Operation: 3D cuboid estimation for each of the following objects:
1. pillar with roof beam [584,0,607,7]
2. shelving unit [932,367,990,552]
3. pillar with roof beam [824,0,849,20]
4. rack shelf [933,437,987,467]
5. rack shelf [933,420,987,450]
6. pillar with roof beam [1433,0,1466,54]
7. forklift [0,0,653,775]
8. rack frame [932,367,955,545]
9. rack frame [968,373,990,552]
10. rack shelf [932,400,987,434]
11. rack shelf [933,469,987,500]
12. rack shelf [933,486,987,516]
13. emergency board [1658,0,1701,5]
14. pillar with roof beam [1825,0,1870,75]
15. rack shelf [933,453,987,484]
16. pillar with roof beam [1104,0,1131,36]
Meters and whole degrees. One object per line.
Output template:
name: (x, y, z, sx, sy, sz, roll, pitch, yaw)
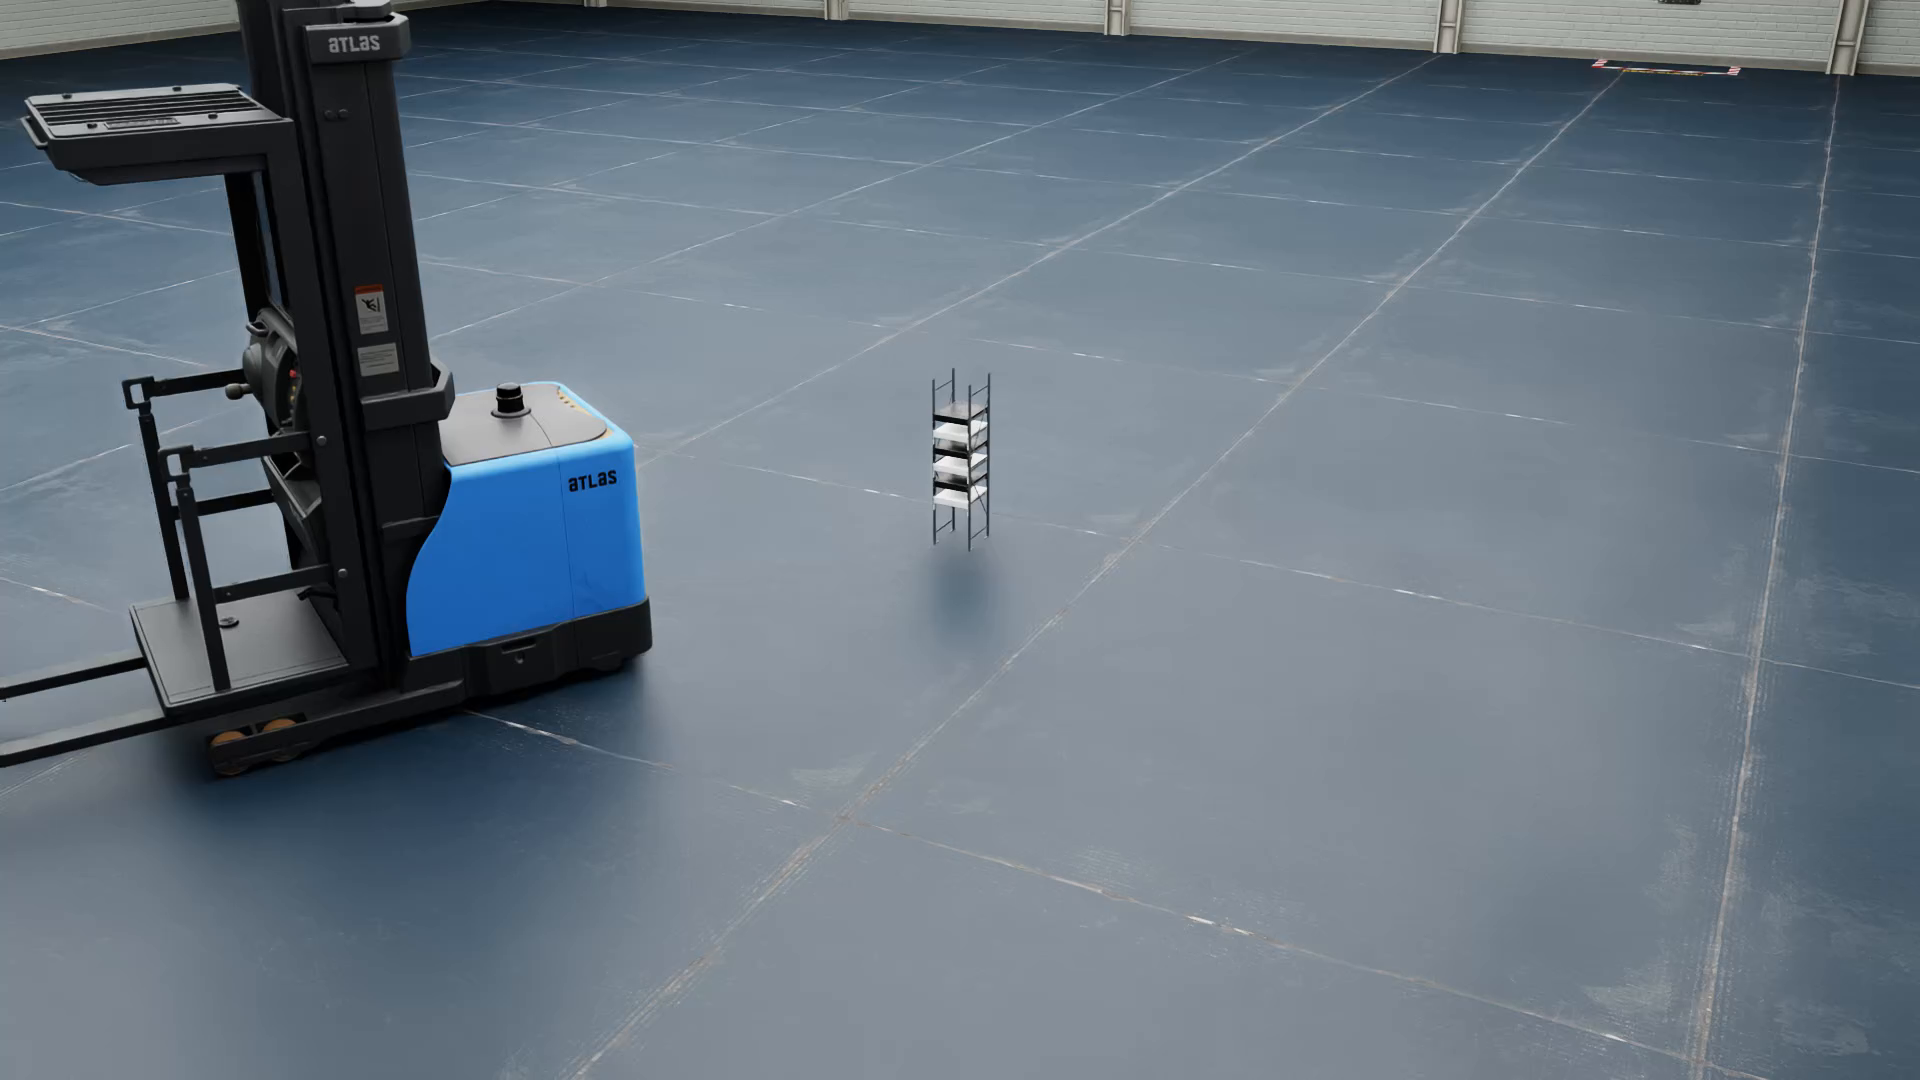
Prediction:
pillar with roof beam: (-9.752, -14.090, 30.384, 0.400, 9.000, 9.100, 11, 25, 25)
shelving unit: (0.007, -0.413, 8.571, 0.210, 0.900, 0.258, 11, 25, 25)
pillar with roof beam: (-4.398, -13.031, 27.893, 0.400, 9.000, 9.100, 11, 25, 25)
rack shelf: (0.007, -0.465, 8.548, 0.200, 0.077, 0.258, 11, 25, 25)
rack shelf: (0.007, -0.548, 8.513, 0.200, 0.077, 0.258, 11, 25, 25)
pillar with roof beam: (6.312, -10.912, 22.910, 0.400, 9.000, 9.100, 11, 25, 25)
forklift: (-2.902, -0.658, 6.552, 3.031, 2.935, 1.130, -14, 27, -29)
rack frame: (-0.083, -0.431, 8.613, 0.006, 0.900, 0.240, 11, 25, 25)
rack frame: (0.098, -0.395, 8.528, 0.006, 0.900, 0.240, 11, 25, 25)
rack shelf: (0.007, -0.630, 8.478, 0.200, 0.077, 0.258, 11, 25, 25)
rack shelf: (0.007, -0.299, 8.619, 0.200, 0.077, 0.258, 11, 25, 25)
rack shelf: (0.007, -0.216, 8.654, 0.200, 0.077, 0.258, 11, 25, 25)
emergency board: (11.421, -9.053, 26.205, 0.626, 1.169, 0.157, 11, 25, 25)
pillar with roof beam: (11.666, -9.853, 20.419, 0.400, 9.000, 9.100, 11, 25, 25)
rack shelf: (0.007, -0.382, 8.584, 0.200, 0.077, 0.258, 11, 25, 25)
pillar with roof beam: (0.957, -11.972, 25.402, 0.400, 9.000, 9.100, 11, 25, 25)
